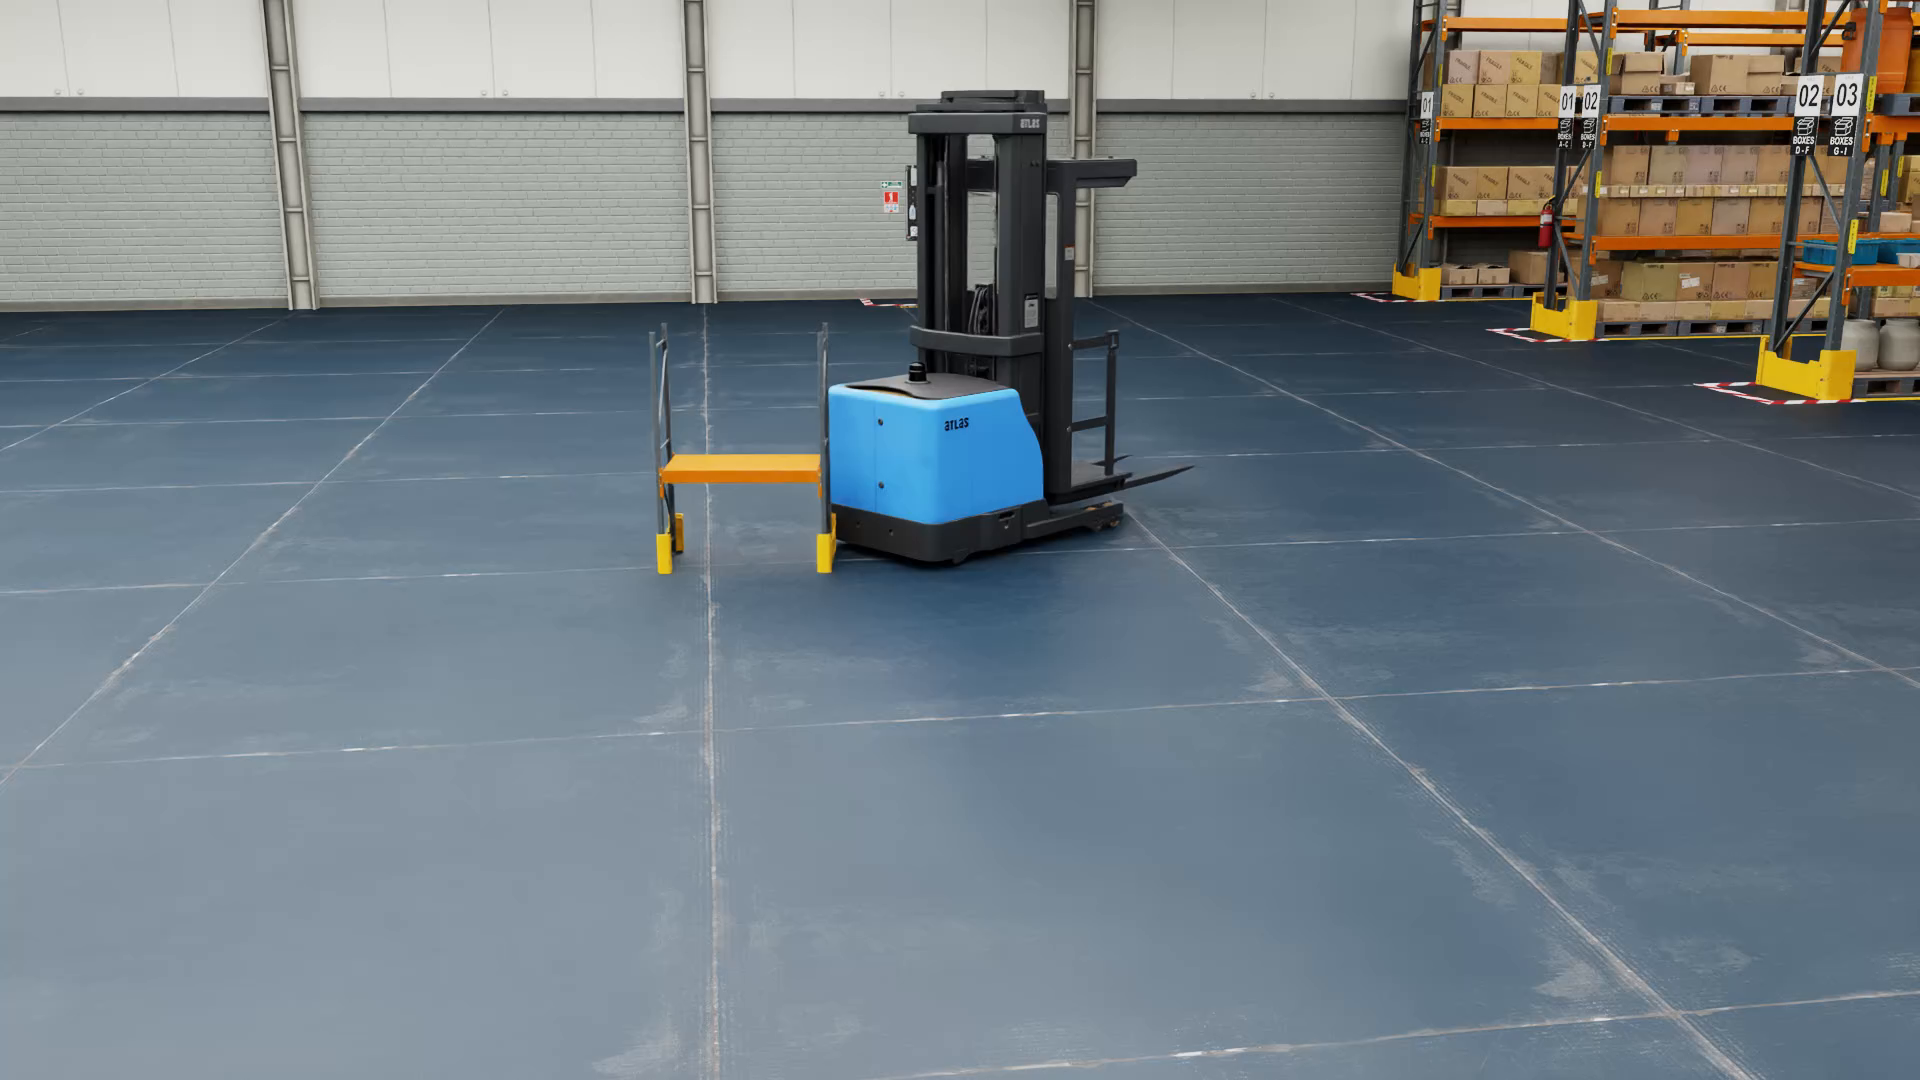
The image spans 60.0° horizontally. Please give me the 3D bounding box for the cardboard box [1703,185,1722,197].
[{"bbox_3d":[9.729,-4.569,21.737,0.250,0.149,0.380,-2,14,-9],"label":"cardboard box"}]

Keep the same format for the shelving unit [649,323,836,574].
[{"bbox_3d":[-1.351,-0.588,10.485,1.083,1.500,0.587,0,14,-1],"label":"shelving unit"}]

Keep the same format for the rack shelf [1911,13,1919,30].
[{"bbox_3d":[13.969,-6.781,22.063,4.000,0.370,1.077,-2,14,-8],"label":"rack shelf"}]

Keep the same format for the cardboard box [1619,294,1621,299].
[{"bbox_3d":[9.015,-3.178,22.518,0.500,0.250,0.500,-2,14,-8],"label":"cardboard box"}]

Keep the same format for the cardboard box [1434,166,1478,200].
[{"bbox_3d":[7.811,-5.634,26.245,0.500,0.500,0.500,-2,14,-8],"label":"cardboard box"}]

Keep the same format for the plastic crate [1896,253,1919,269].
[{"bbox_3d":[9.703,-2.832,16.891,0.250,0.136,0.298,-2,14,-8],"label":"plastic crate"}]

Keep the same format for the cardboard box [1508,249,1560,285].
[{"bbox_3d":[9.288,-4.428,26.945,0.500,0.500,0.700,-3,14,-12],"label":"cardboard box"}]

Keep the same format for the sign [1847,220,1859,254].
[{"bbox_3d":[8.848,-3.007,16.476,0.005,0.325,0.100,-2,14,-8],"label":"sign"}]

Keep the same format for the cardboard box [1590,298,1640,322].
[{"bbox_3d":[8.599,-3.033,21.937,0.500,0.250,0.500,-2,14,-8],"label":"cardboard box"}]

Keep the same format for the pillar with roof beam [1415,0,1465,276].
[{"bbox_3d":[8.499,-7.496,22.612,0.400,9.000,9.100,-2,14,-8],"label":"pillar with roof beam"}]

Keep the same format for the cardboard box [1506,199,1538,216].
[{"bbox_3d":[8.840,-5.306,26.479,0.500,0.250,0.500,-2,14,-9],"label":"cardboard box"}]

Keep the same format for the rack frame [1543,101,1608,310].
[{"bbox_3d":[8.036,-4.197,21.789,0.127,3.000,1.000,-2,14,-8],"label":"rack frame"}]

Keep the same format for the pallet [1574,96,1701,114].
[{"bbox_3d":[8.739,-5.628,21.513,1.213,0.211,1.003,-2,14,-8],"label":"pallet"}]

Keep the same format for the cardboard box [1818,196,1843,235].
[{"bbox_3d":[11.553,-4.373,22.285,0.500,0.500,0.700,-2,14,-10],"label":"cardboard box"}]

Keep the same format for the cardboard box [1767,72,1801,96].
[{"bbox_3d":[10.920,-6.051,22.047,0.500,0.311,0.500,-3,14,-11],"label":"cardboard box"}]

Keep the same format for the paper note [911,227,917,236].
[{"bbox_3d":[-0.710,-4.907,26.431,0.142,0.148,0.016,-2,14,-8],"label":"paper note"}]

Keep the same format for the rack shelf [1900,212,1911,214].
[{"bbox_3d":[17.182,-5.402,28.073,4.000,0.370,1.077,-2,14,-8],"label":"rack shelf"}]

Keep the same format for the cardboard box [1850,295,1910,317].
[{"bbox_3d":[12.427,-3.167,22.472,0.500,0.250,0.500,-2,14,-10],"label":"cardboard box"}]

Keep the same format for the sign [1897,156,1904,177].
[{"bbox_3d":[15.295,-6.071,27.046,0.005,0.325,0.100,-2,14,-8],"label":"sign"}]

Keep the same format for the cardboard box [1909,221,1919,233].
[{"bbox_3d":[12.898,-4.203,22.330,0.250,0.149,0.380,-2,14,-8],"label":"cardboard box"}]

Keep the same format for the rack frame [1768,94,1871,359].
[{"bbox_3d":[8.770,-3.005,17.038,0.127,3.000,1.000,-2,14,-8],"label":"rack frame"}]

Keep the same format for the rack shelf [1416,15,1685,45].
[{"bbox_3d":[9.272,-8.020,26.187,4.000,0.370,1.077,-2,14,-8],"label":"rack shelf"}]

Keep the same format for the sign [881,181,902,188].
[{"bbox_3d":[-1.081,-5.601,26.226,0.331,0.109,0.001,-2,14,-8],"label":"sign"}]

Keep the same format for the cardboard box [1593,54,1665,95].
[{"bbox_3d":[8.605,-5.993,21.423,0.637,0.503,0.797,-1,14,-4],"label":"cardboard box"}]

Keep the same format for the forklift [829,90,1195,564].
[{"bbox_3d":[0.494,-1.560,11.418,1.130,2.935,3.031,13,19,42],"label":"forklift"}]

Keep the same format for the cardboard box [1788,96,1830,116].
[{"bbox_3d":[13.909,-7.168,27.218,0.637,0.503,0.797,0,14,0],"label":"cardboard box"}]

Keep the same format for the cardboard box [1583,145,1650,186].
[{"bbox_3d":[8.552,-4.890,21.682,0.500,0.500,0.700,-2,14,-8],"label":"cardboard box"}]

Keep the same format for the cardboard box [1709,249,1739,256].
[{"bbox_3d":[12.478,-4.595,27.614,0.500,0.500,0.700,-2,14,-9],"label":"cardboard box"}]

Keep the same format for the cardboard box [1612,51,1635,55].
[{"bbox_3d":[10.251,-7.425,26.195,0.500,0.500,0.500,-1,14,-5],"label":"cardboard box"}]

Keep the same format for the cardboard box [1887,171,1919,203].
[{"bbox_3d":[15.723,-5.837,27.470,0.500,0.500,0.500,-2,14,-7],"label":"cardboard box"}]

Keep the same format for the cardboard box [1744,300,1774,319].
[{"bbox_3d":[10.577,-3.105,22.225,0.500,0.250,0.500,-2,14,-8],"label":"cardboard box"}]

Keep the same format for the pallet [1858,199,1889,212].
[{"bbox_3d":[14.516,-5.534,27.514,1.003,0.211,1.213,-2,14,-8],"label":"pallet"}]

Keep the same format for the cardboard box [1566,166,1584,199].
[{"bbox_3d":[9.836,-5.707,26.538,0.500,0.500,0.500,-3,14,-10],"label":"cardboard box"}]

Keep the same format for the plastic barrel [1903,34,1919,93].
[{"bbox_3d":[9.878,-4.827,16.886,0.600,0.588,0.600,0,14,0],"label":"plastic barrel"}]

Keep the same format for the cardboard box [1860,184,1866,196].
[{"bbox_3d":[11.754,-4.643,22.032,0.250,0.149,0.380,-2,14,-8],"label":"cardboard box"}]

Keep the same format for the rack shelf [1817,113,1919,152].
[{"bbox_3d":[10.748,-4.184,17.050,4.000,0.370,1.077,-2,14,-8],"label":"rack shelf"}]

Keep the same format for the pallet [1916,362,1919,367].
[{"bbox_3d":[10.846,-1.738,17.719,1.213,0.211,1.003,-2,14,-8],"label":"pallet"}]

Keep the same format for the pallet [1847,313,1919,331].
[{"bbox_3d":[12.714,-3.025,22.851,1.213,0.211,1.003,-2,14,-8],"label":"pallet"}]

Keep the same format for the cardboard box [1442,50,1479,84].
[{"bbox_3d":[7.711,-7.342,25.862,0.500,0.500,0.500,-3,14,-12],"label":"cardboard box"}]

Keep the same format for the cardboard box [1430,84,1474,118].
[{"bbox_3d":[7.662,-6.853,25.969,0.500,0.500,0.500,-2,14,-7],"label":"cardboard box"}]

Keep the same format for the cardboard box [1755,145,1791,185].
[{"bbox_3d":[10.558,-4.965,21.981,0.500,0.500,0.700,-2,14,-8],"label":"cardboard box"}]

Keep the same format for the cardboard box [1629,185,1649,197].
[{"bbox_3d":[8.716,-4.532,21.589,0.250,0.149,0.380,-2,14,-10],"label":"cardboard box"}]

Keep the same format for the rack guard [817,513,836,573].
[{"bbox_3d":[-0.853,0.016,10.643,0.087,0.250,0.587,0,14,-1],"label":"rack guard"}]

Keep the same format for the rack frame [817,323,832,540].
[{"bbox_3d":[-0.852,-0.590,10.491,0.032,1.500,0.500,0,14,-1],"label":"rack frame"}]

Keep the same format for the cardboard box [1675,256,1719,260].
[{"bbox_3d":[10.003,-3.579,22.574,0.500,0.500,0.500,-2,14,-8],"label":"cardboard box"}]

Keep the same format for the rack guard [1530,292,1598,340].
[{"bbox_3d":[8.012,-2.983,22.090,0.348,0.500,1.175,-2,14,-8],"label":"rack guard"}]

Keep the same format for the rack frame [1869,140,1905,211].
[{"bbox_3d":[15.205,-5.678,27.696,0.127,3.000,1.000,-2,14,-8],"label":"rack frame"}]

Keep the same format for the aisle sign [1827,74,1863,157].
[{"bbox_3d":[8.742,-4.193,16.430,0.004,0.787,0.394,-2,14,-8],"label":"aisle sign"}]

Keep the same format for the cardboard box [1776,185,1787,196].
[{"bbox_3d":[10.748,-4.607,21.886,0.250,0.149,0.380,-2,14,-9],"label":"cardboard box"}]

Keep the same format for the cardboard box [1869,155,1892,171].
[{"bbox_3d":[15.615,-6.323,27.868,0.500,0.250,0.500,-2,14,-7],"label":"cardboard box"}]

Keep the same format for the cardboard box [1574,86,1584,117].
[{"bbox_3d":[9.743,-6.924,26.251,0.500,0.500,0.500,-3,14,-11],"label":"cardboard box"}]

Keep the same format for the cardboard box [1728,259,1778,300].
[{"bbox_3d":[10.575,-3.472,22.146,0.500,0.500,0.500,-2,14,-8],"label":"cardboard box"}]

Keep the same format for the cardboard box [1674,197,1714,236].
[{"bbox_3d":[9.510,-4.296,21.979,0.500,0.500,0.700,-2,14,-8],"label":"cardboard box"}]
